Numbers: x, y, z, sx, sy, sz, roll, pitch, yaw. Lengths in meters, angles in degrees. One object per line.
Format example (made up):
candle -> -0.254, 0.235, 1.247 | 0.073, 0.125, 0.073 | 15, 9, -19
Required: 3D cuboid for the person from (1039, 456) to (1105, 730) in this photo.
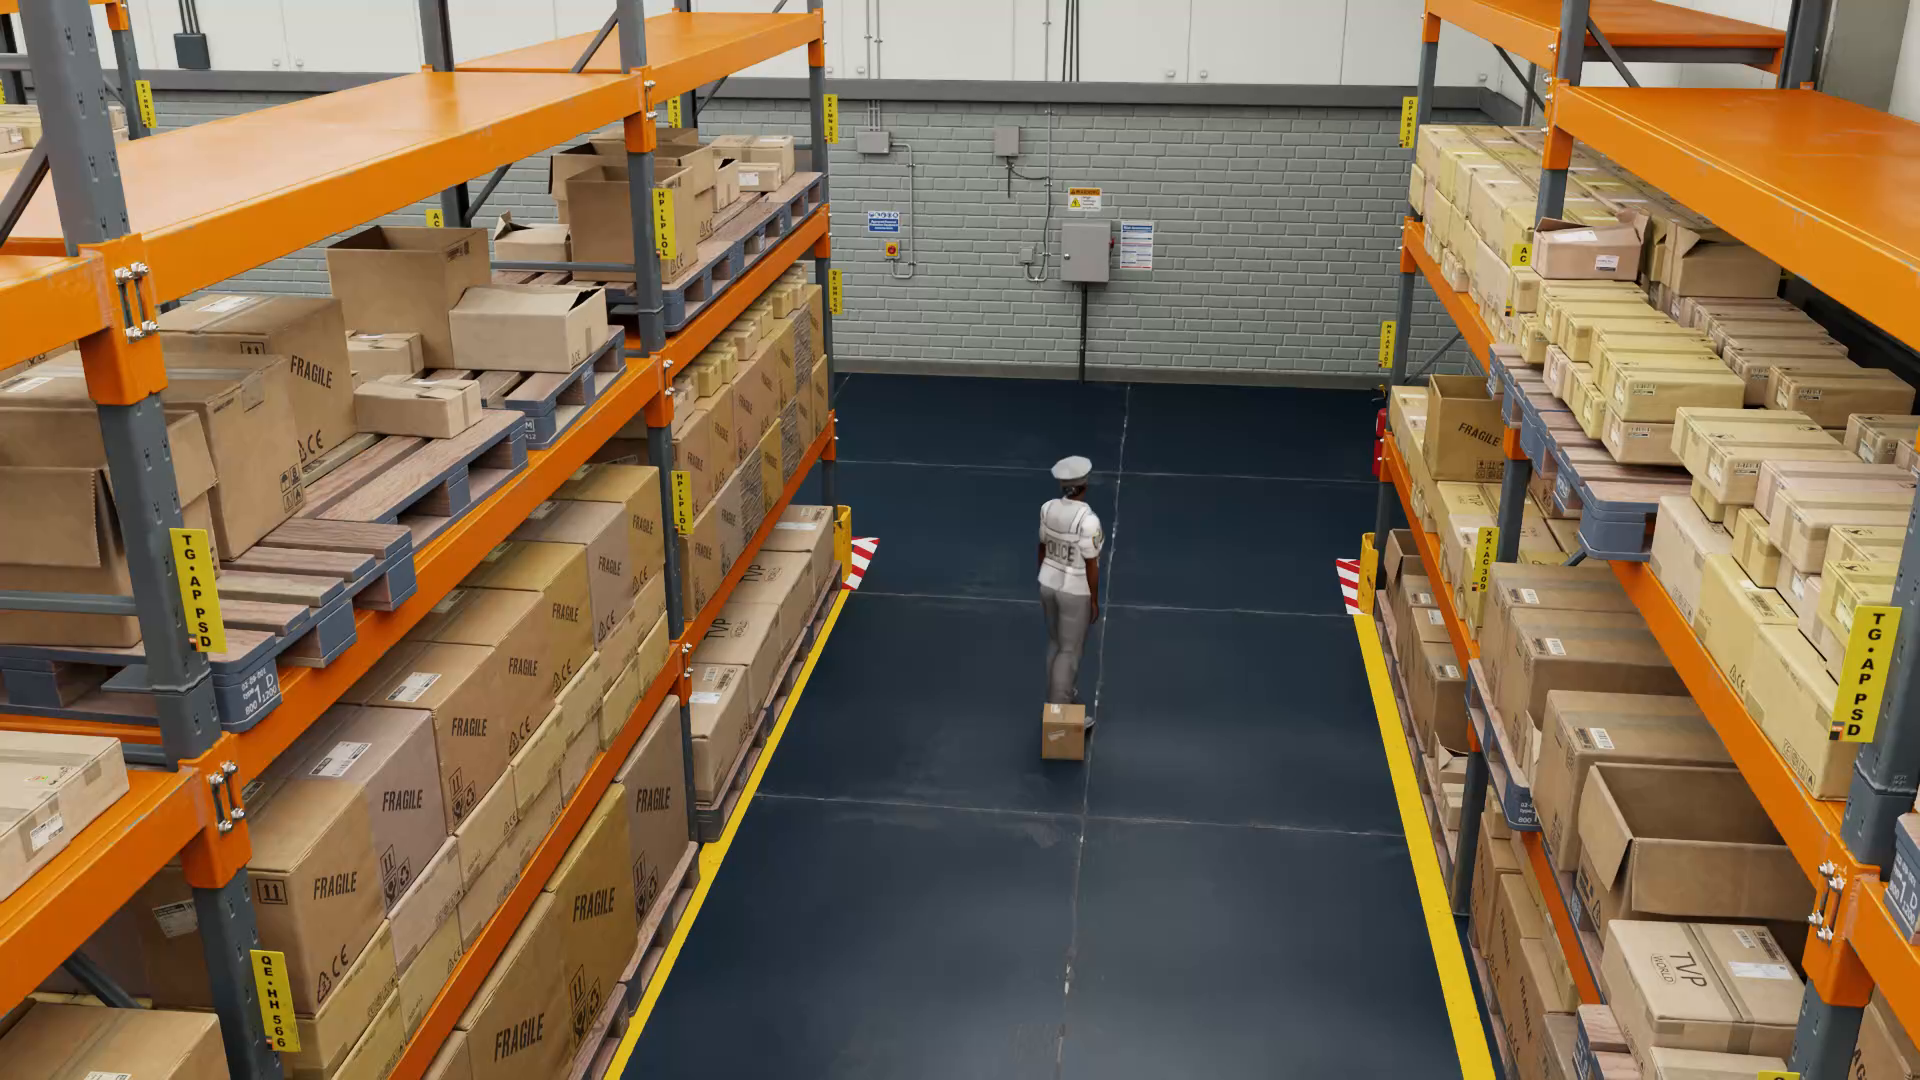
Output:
person -> 0.680, 0.322, 10.203 | 0.483, 1.671, 0.502 | -16, 27, -36
